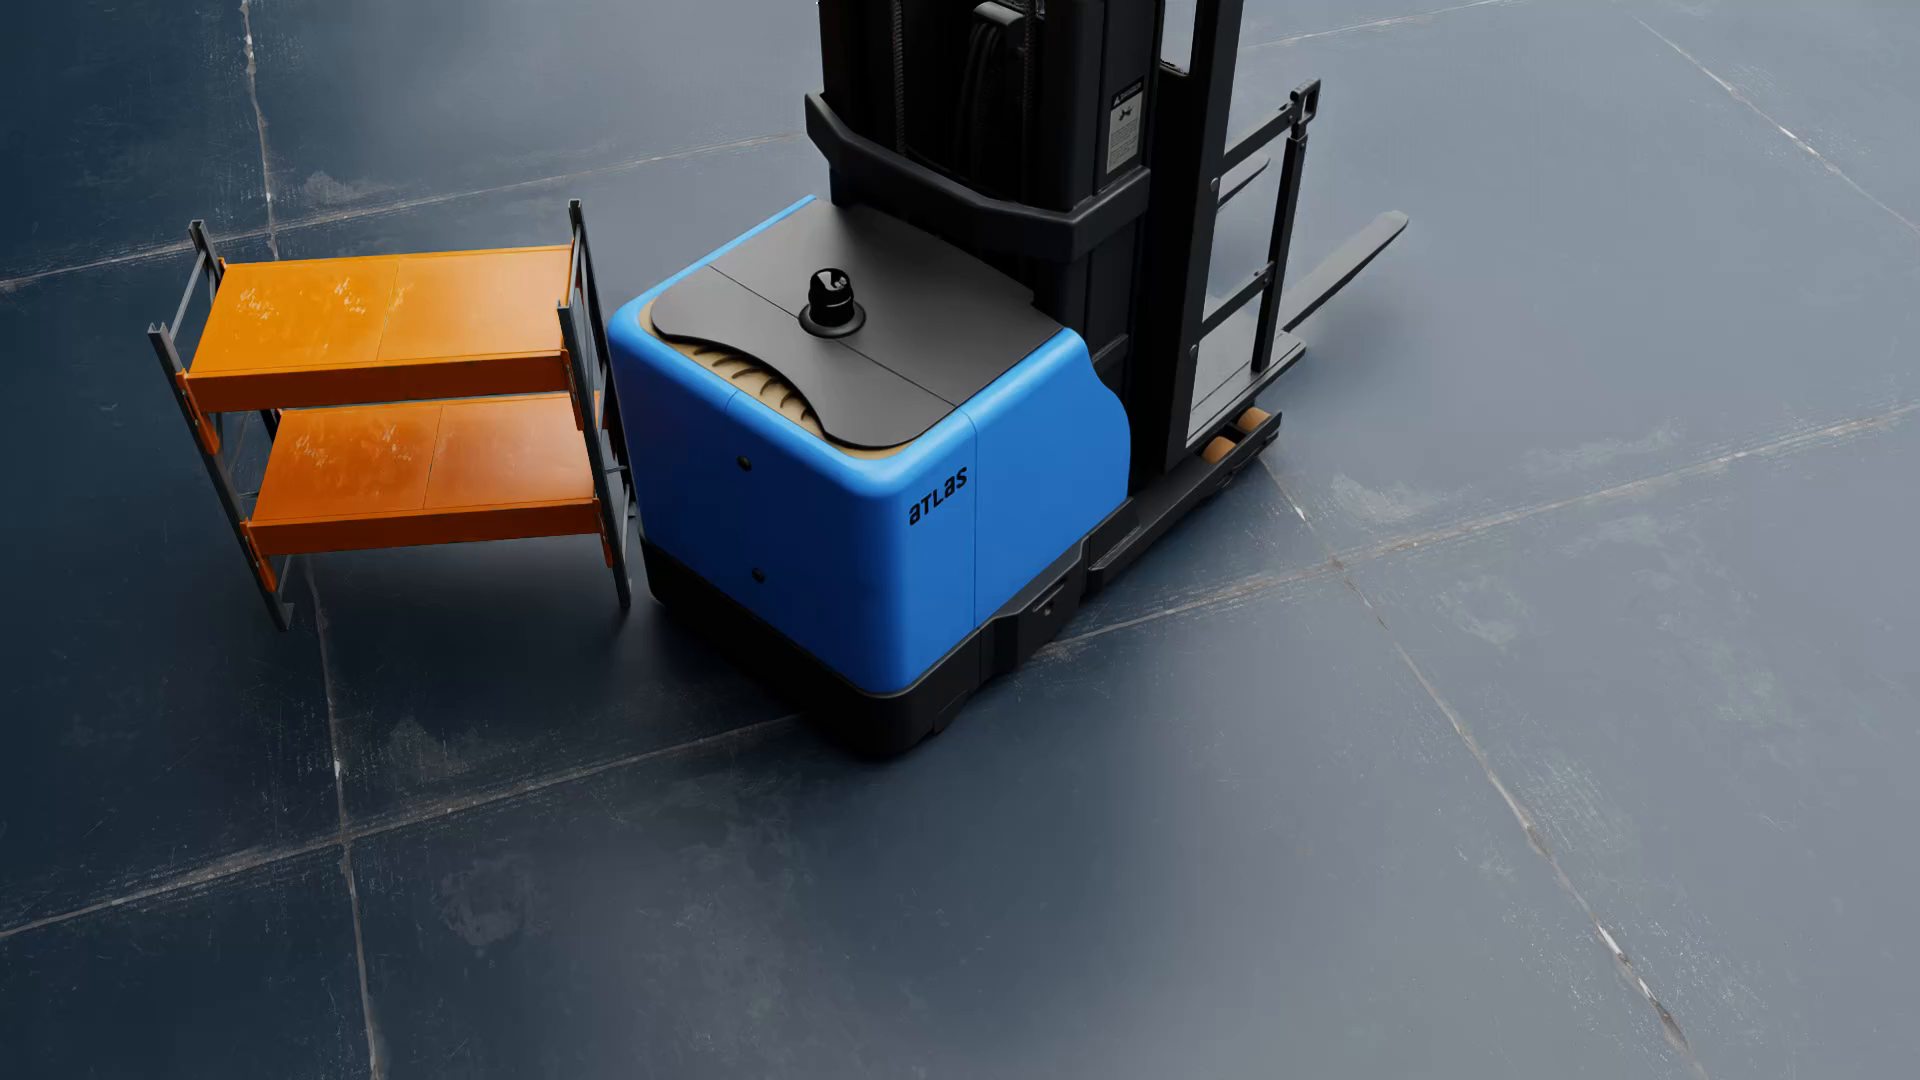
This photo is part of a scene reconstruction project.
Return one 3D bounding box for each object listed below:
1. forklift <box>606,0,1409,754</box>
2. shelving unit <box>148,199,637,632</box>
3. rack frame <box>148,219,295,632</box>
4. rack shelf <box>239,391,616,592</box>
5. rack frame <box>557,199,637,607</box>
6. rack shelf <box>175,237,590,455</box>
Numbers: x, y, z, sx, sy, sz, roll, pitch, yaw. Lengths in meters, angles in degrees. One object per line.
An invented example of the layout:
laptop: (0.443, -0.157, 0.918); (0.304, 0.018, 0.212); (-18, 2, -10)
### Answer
forklift: (0.408, -1.418, 4.593); (1.130, 2.935, 3.031); (32, 53, 28)
shelving unit: (-1.547, -0.335, 4.790); (1.048, 1.125, 0.538); (-4, 45, -4)
rack frame: (-2.053, -0.300, 4.754); (0.032, 1.125, 0.500); (-4, 45, -4)
rack shelf: (-1.547, -0.163, 4.963); (1.000, 0.278, 0.538); (-4, 45, -4)
rack frame: (-1.041, -0.371, 4.826); (0.032, 1.125, 0.500); (-4, 45, -4)
rack shelf: (-1.547, -0.542, 4.583); (1.000, 0.278, 0.538); (-4, 45, -4)
